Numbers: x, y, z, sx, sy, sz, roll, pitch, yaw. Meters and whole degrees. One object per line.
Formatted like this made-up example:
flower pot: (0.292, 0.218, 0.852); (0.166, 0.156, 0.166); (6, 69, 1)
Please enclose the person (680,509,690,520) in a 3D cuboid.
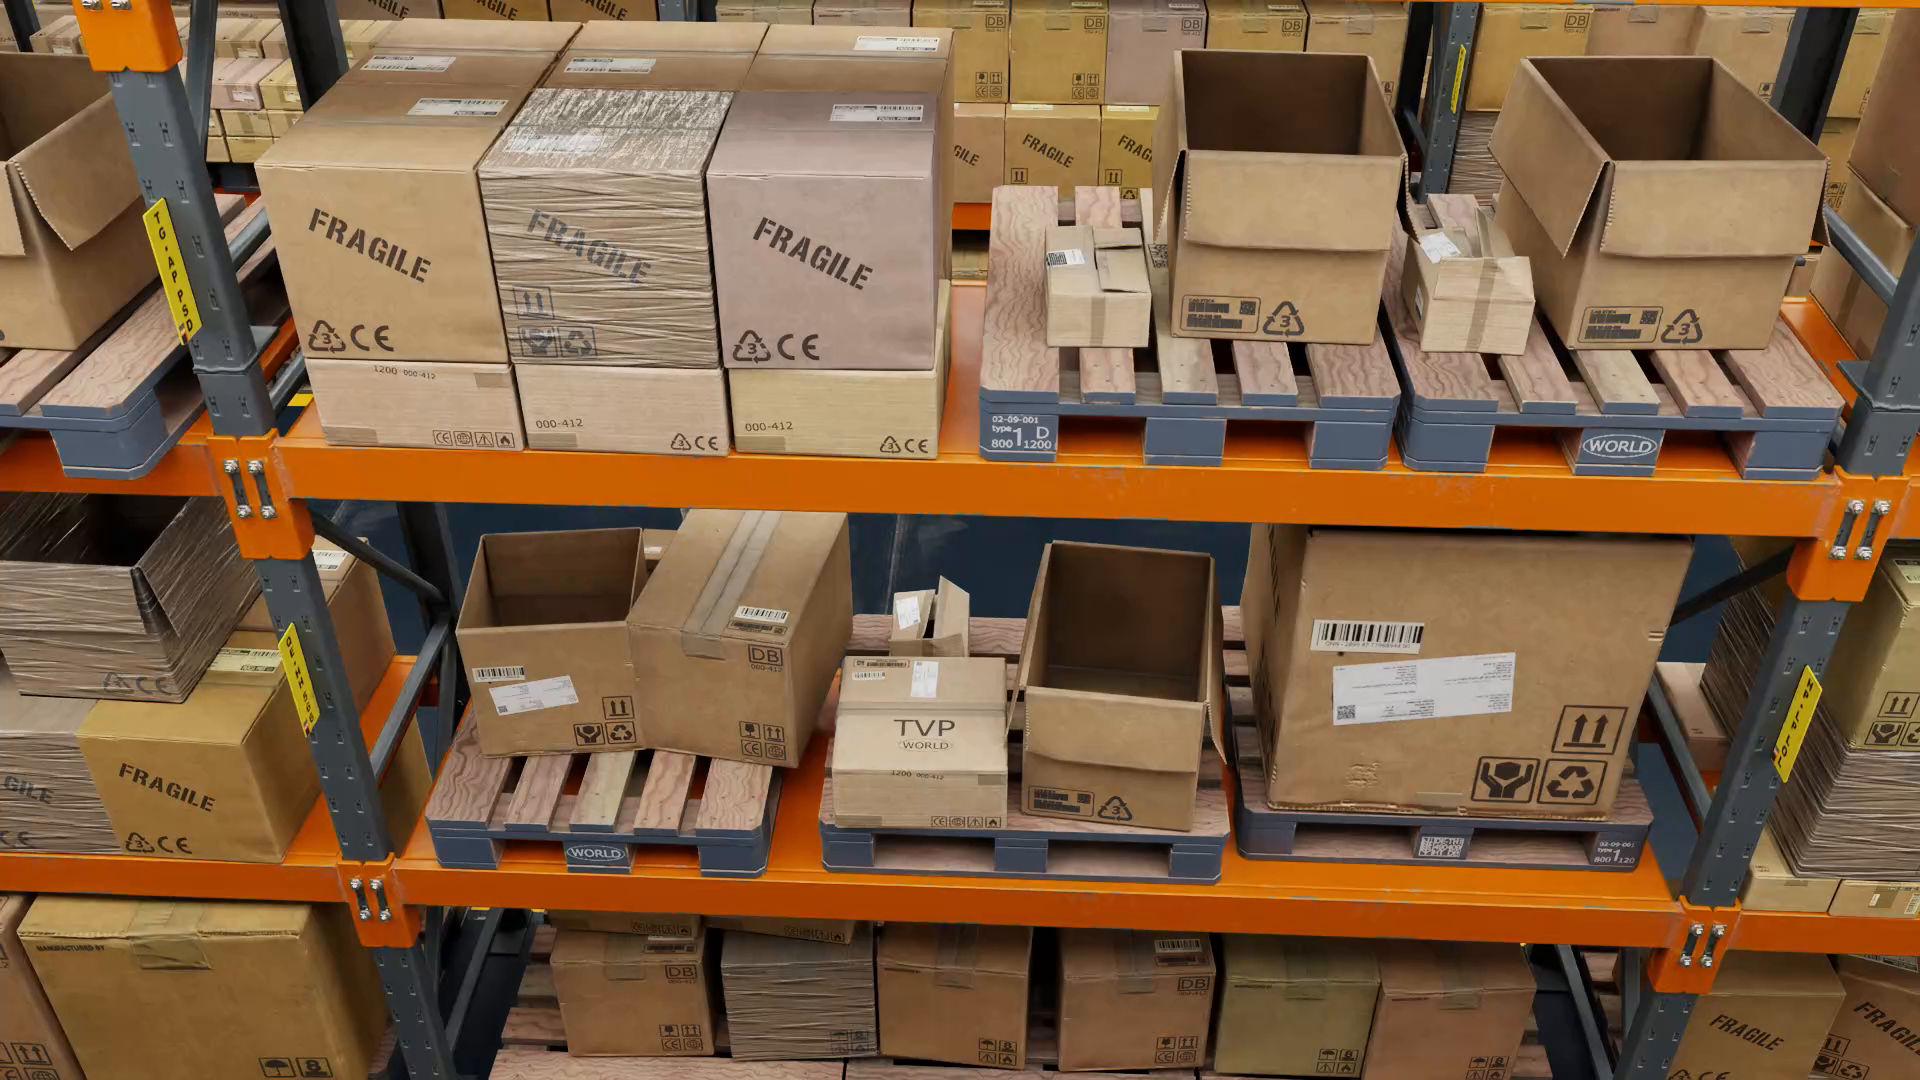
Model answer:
person: (-1.218, -0.491, 7.828); (0.427, 1.773, 0.652); (-1, 35, -1)
